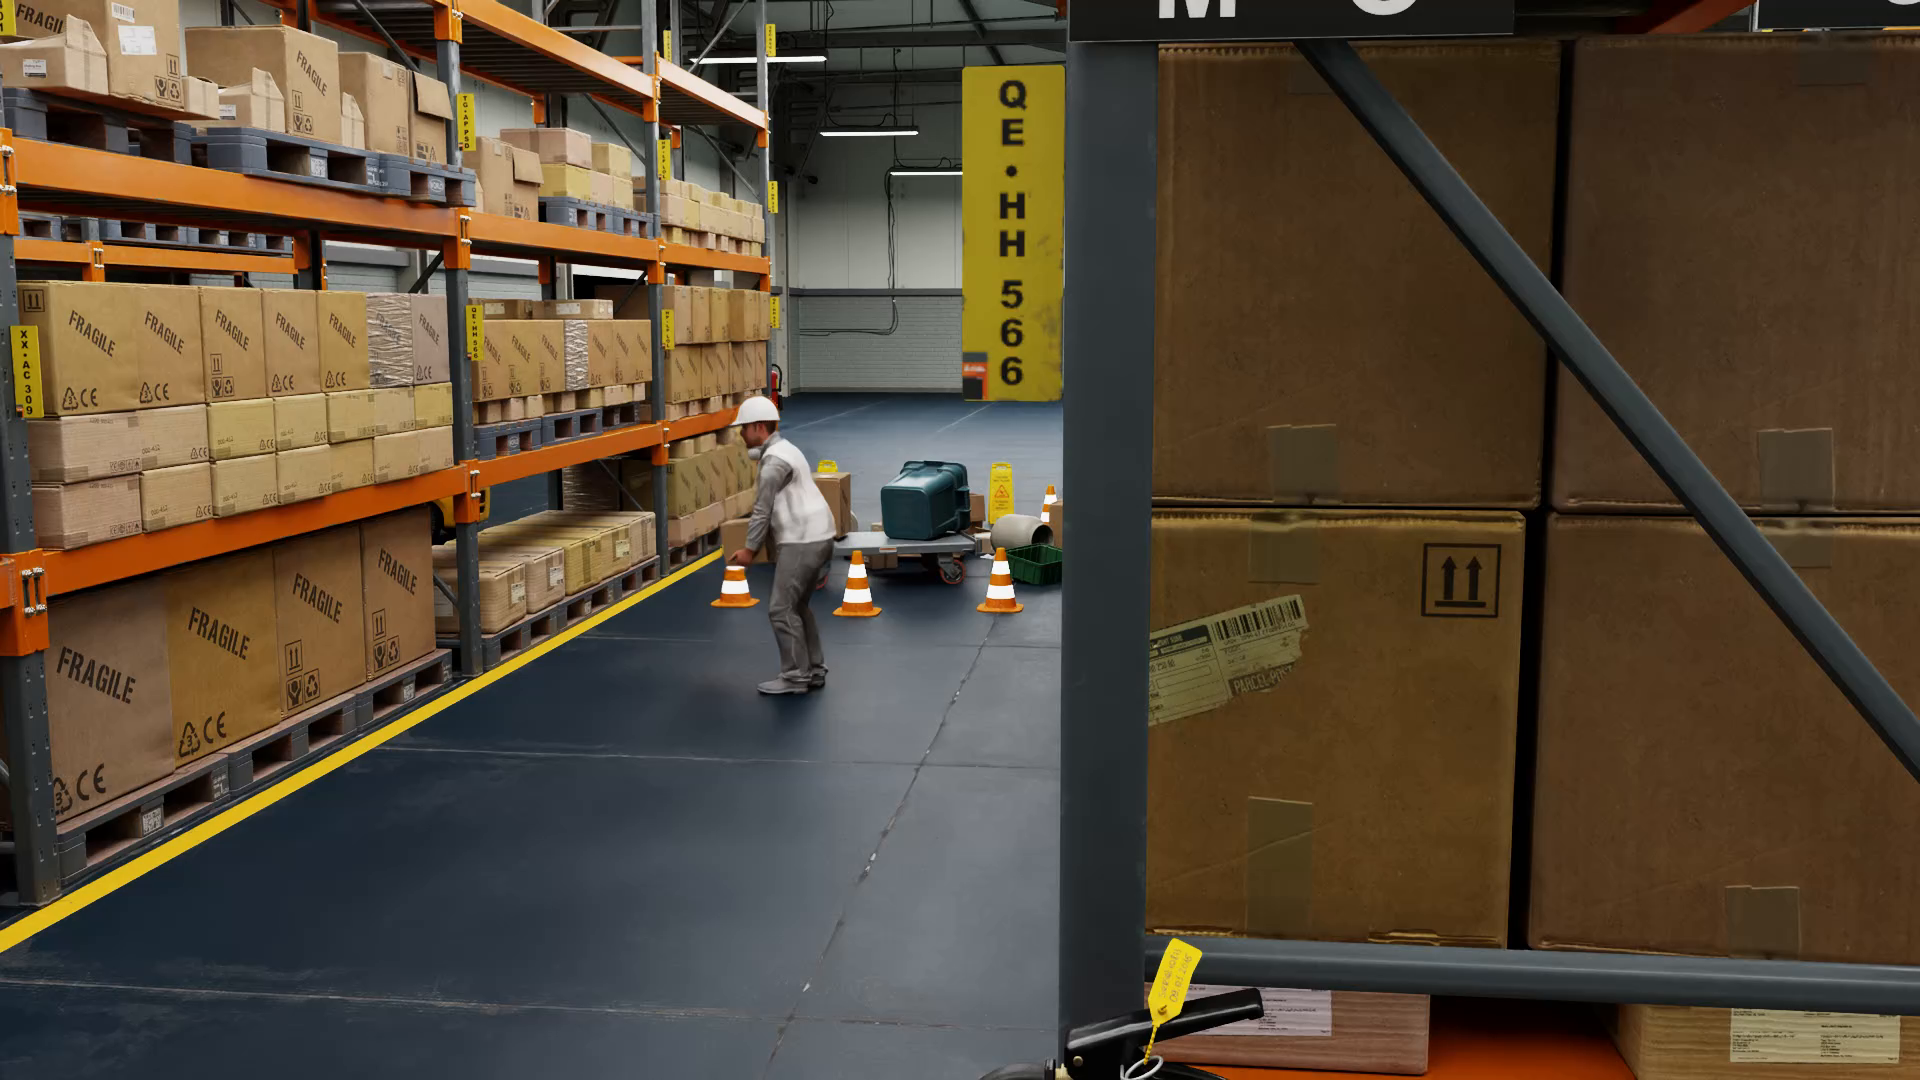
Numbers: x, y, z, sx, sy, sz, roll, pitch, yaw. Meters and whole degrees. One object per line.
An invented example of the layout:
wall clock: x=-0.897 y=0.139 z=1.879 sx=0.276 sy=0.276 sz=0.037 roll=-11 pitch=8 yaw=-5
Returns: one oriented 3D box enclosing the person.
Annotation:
person: x=-1.029 y=0.029 z=9.682 sx=0.604 sy=1.724 sz=0.480 roll=1 pitch=8 yaw=5
